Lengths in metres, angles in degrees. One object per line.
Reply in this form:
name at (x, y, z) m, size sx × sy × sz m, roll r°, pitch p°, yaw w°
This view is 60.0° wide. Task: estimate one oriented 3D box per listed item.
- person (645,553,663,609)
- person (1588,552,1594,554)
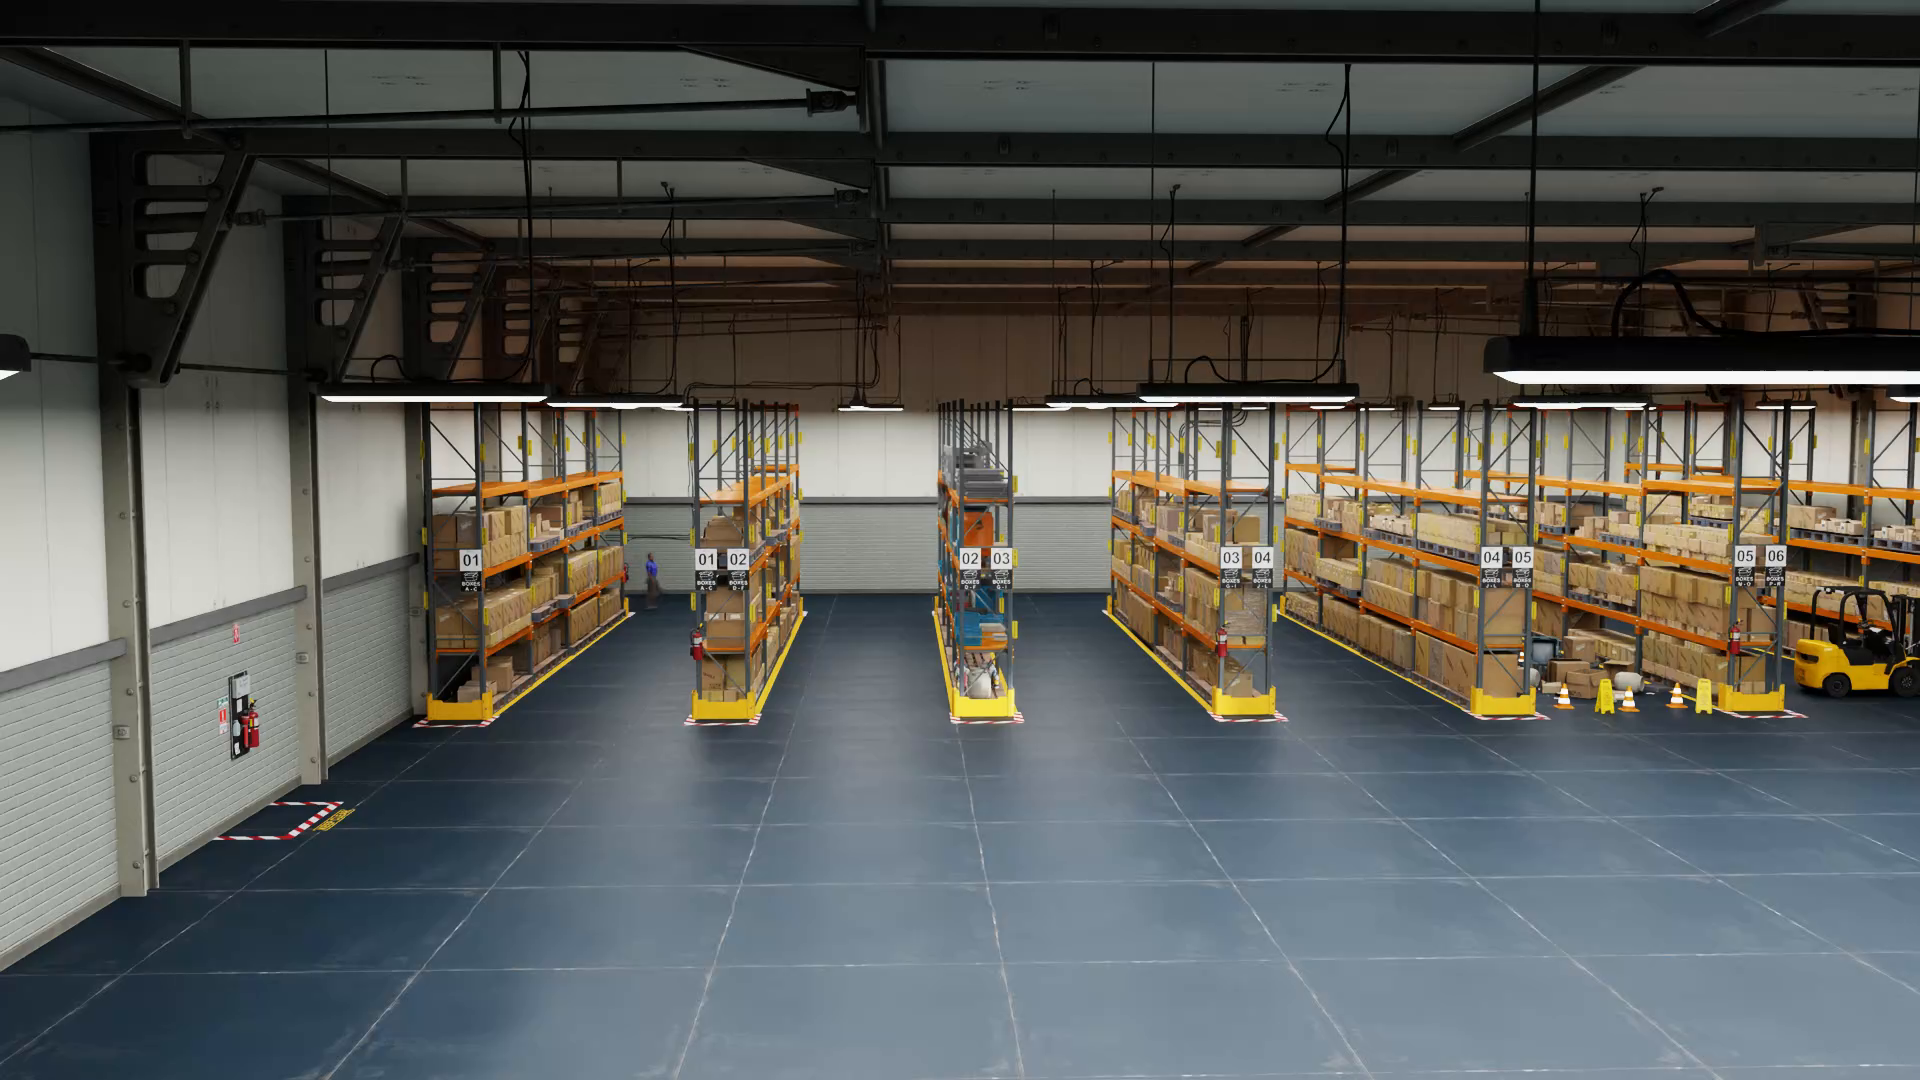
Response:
person at (-8.953, 1.213, 48.524) m, size 0.493 × 1.679 × 0.478 m, roll 0°, pitch 4°, yaw 6°
person at (18.053, 1.215, 47.751) m, size 0.515 × 1.742 × 0.836 m, roll 2°, pitch 5°, yaw 30°
